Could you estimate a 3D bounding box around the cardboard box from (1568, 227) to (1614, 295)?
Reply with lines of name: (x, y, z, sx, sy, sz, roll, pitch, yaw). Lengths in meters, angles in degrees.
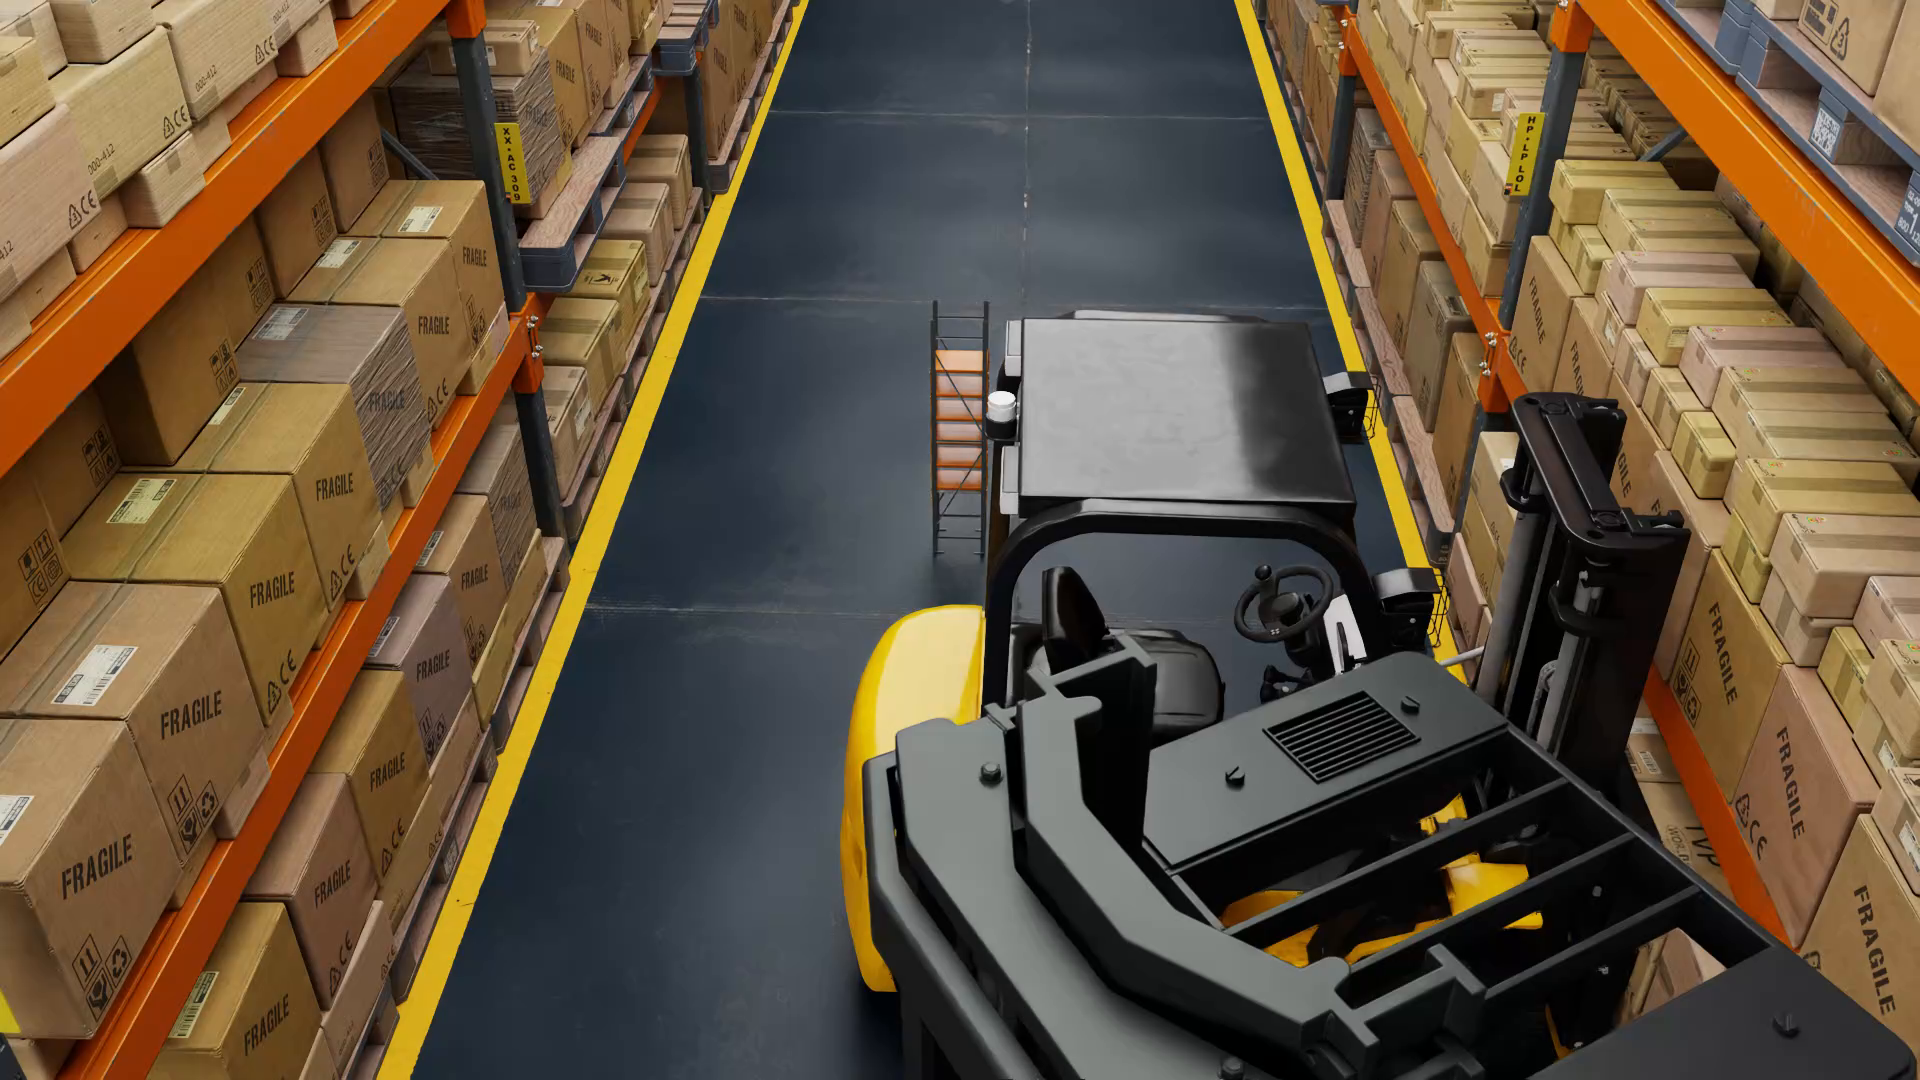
cardboard box: (2.389, -0.986, 5.893, 0.380, 0.149, 0.250, 2, 35, 3)

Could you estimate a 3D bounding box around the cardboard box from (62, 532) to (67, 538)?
cardboard box: (-2.652, 0.124, 4.619, 0.500, 0.500, 0.500, 1, 35, 2)

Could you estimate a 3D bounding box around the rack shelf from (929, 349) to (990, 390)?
rack shelf: (-0.001, -0.741, 7.212, 0.258, 0.103, 0.180, 1, 35, 2)

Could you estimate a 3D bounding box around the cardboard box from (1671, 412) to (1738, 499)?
cardboard box: (2.316, -0.247, 4.841, 0.380, 0.149, 0.250, 1, 35, 1)

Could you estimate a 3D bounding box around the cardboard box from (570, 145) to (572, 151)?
cardboard box: (-1.995, -1.805, 7.563, 0.380, 0.149, 0.250, 3, 35, 5)

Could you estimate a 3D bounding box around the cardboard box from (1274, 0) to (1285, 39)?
cardboard box: (2.739, -4.172, 12.886, 0.500, 0.500, 0.500, 1, 35, 1)

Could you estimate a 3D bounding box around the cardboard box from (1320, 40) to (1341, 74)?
cardboard box: (2.581, -3.165, 10.890, 0.380, 0.149, 0.250, 0, 35, -1)

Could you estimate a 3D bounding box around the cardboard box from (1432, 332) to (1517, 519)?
cardboard box: (2.683, -0.506, 7.561, 0.875, 0.625, 0.625, 3, 35, 4)

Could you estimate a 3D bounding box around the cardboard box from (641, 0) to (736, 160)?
cardboard box: (-2.015, -3.114, 11.054, 0.875, 0.875, 0.875, 1, 35, 1)

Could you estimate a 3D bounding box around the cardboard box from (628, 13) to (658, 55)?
cardboard box: (-1.823, -2.687, 8.818, 0.380, 0.149, 0.250, 2, 35, 3)

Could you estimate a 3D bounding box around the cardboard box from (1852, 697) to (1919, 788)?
cardboard box: (2.299, 0.486, 3.799, 0.380, 0.149, 0.250, 2, 35, 3)

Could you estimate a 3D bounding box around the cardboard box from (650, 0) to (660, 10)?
cardboard box: (-1.876, -3.186, 8.963, 0.500, 0.500, 0.500, 1, 35, 1)

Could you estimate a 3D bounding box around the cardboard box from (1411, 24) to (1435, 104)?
cardboard box: (2.516, -2.315, 8.132, 0.500, 0.250, 0.500, 2, 35, 3)

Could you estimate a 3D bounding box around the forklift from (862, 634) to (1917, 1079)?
forklift: (0.718, 1.436, 3.158, 3.031, 2.935, 1.130, -17, 39, -23)

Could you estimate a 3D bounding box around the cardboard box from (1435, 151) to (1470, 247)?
cardboard box: (2.447, -1.529, 7.447, 0.500, 0.250, 0.500, 1, 35, 2)

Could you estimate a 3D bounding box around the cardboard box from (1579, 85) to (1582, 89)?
cardboard box: (3.012, -2.017, 7.707, 0.500, 0.250, 0.500, 1, 35, 1)

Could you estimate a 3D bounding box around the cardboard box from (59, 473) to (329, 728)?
cardboard box: (-2.114, 0.161, 4.566, 0.500, 0.500, 0.500, 1, 35, 1)

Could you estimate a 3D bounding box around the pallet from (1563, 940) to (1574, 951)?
pallet: (2.553, 1.294, 5.725, 1.003, 0.211, 1.213, 1, 35, 2)

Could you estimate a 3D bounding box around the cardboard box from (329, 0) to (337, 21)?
cardboard box: (-2.136, -1.619, 5.055, 0.380, 0.149, 0.250, 0, 35, 0)

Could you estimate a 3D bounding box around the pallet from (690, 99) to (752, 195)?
pallet: (-2.019, -2.726, 11.446, 1.003, 0.211, 1.213, 1, 35, 2)

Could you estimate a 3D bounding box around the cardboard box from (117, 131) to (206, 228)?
cardboard box: (-2.061, -0.870, 3.989, 0.380, 0.149, 0.250, 2, 35, 2)

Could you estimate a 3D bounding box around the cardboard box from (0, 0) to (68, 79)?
cardboard box: (-2.164, -1.044, 3.544, 0.380, 0.149, 0.250, 1, 35, 2)

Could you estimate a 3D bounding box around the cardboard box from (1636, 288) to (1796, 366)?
cardboard box: (2.346, -0.663, 5.175, 0.380, 0.149, 0.250, 1, 35, 1)

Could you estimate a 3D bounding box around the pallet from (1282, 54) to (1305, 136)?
pallet: (2.954, -3.290, 12.248, 1.003, 0.211, 1.213, 1, 35, 2)

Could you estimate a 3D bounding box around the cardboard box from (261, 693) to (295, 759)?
cardboard box: (-2.106, 0.503, 4.645, 0.380, 0.149, 0.250, 2, 35, 3)

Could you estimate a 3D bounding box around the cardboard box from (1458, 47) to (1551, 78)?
cardboard box: (2.471, -2.104, 7.485, 0.380, 0.149, 0.250, 1, 35, 1)

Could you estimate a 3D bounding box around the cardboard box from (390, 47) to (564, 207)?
cardboard box: (-1.981, -1.715, 6.871, 0.500, 0.500, 0.500, 2, 35, 3)

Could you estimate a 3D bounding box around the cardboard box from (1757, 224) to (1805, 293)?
cardboard box: (2.914, -0.947, 5.580, 0.380, 0.149, 0.250, 1, 35, 1)

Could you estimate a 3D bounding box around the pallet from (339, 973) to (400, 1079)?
pallet: (-2.376, 1.811, 4.989, 1.003, 0.211, 1.213, 1, 35, 2)

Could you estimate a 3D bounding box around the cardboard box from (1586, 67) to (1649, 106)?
cardboard box: (2.965, -1.952, 7.268, 0.380, 0.149, 0.250, 1, 35, 1)

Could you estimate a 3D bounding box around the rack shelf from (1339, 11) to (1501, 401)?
rack shelf: (2.754, -1.860, 8.414, 1.077, 0.370, 4.000, 1, 35, 2)

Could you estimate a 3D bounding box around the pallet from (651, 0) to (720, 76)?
pallet: (-2.048, -2.926, 9.471, 1.213, 0.211, 1.003, 1, 35, 2)

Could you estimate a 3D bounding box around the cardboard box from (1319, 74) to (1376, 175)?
cardboard box: (2.636, -2.701, 10.793, 0.500, 0.500, 0.500, 2, 35, 3)

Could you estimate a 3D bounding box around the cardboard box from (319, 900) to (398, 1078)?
cardboard box: (-2.110, 1.383, 5.199, 0.500, 0.250, 0.500, 3, 35, 4)

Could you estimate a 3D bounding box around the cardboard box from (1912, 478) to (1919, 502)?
cardboard box: (2.870, -0.082, 4.608, 0.380, 0.149, 0.250, 1, 35, 2)

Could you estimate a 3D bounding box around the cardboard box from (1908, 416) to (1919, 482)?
cardboard box: (2.830, -0.211, 4.532, 0.380, 0.149, 0.250, 1, 35, 2)

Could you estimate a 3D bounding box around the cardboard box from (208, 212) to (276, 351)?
cardboard box: (-2.610, -0.861, 5.151, 0.700, 0.500, 0.500, 1, 35, 1)

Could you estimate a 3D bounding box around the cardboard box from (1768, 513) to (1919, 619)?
cardboard box: (2.263, 0.067, 4.136, 0.380, 0.149, 0.250, 2, 35, 3)

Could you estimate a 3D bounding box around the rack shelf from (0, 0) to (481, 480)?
rack shelf: (-2.367, -0.902, 4.441, 1.077, 0.370, 4.000, 1, 35, 2)

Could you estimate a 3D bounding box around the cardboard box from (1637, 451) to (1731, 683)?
cardboard box: (2.330, 0.082, 4.938, 0.500, 0.500, 0.500, 2, 35, 2)

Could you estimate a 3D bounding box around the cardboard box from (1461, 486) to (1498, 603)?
cardboard box: (2.346, 0.014, 6.713, 0.500, 0.250, 0.500, 1, 35, 2)

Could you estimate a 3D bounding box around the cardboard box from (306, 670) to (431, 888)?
cardboard box: (-2.093, 0.767, 5.423, 0.500, 0.500, 0.500, 2, 35, 3)

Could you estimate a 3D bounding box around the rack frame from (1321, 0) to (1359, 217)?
rack frame: (2.834, -3.304, 9.842, 1.000, 3.000, 0.127, 1, 35, 2)

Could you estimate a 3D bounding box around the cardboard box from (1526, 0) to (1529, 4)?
cardboard box: (3.025, -2.827, 8.513, 0.380, 0.149, 0.250, 1, 35, 2)

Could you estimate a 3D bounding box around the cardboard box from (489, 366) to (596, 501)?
cardboard box: (-2.268, -0.516, 7.796, 0.950, 0.372, 0.625, 2, 35, 2)

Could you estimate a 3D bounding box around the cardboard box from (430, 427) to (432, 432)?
cardboard box: (-2.110, -0.389, 5.914, 0.380, 0.149, 0.250, 1, 35, 1)

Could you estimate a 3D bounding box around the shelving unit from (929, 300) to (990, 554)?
shelving unit: (-0.001, -0.483, 7.393, 0.258, 1.200, 0.189, 1, 35, 2)

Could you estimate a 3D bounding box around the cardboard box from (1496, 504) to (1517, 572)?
cardboard box: (2.310, 0.103, 6.151, 0.500, 0.250, 0.500, 1, 35, 2)

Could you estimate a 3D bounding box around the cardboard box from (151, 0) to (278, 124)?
cardboard box: (-2.095, -1.270, 4.212, 0.500, 0.250, 0.500, 2, 35, 3)

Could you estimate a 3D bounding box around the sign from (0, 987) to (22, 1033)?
sign: (-1.905, 0.838, 3.195, 0.100, 0.325, 0.005, 1, 35, 2)

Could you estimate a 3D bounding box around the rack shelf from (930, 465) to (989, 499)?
rack shelf: (-0.001, -0.250, 7.557, 0.258, 0.103, 0.180, 1, 35, 2)

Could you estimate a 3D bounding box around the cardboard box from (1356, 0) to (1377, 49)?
cardboard box: (2.572, -2.993, 9.530, 0.500, 0.250, 0.500, 1, 35, 2)
